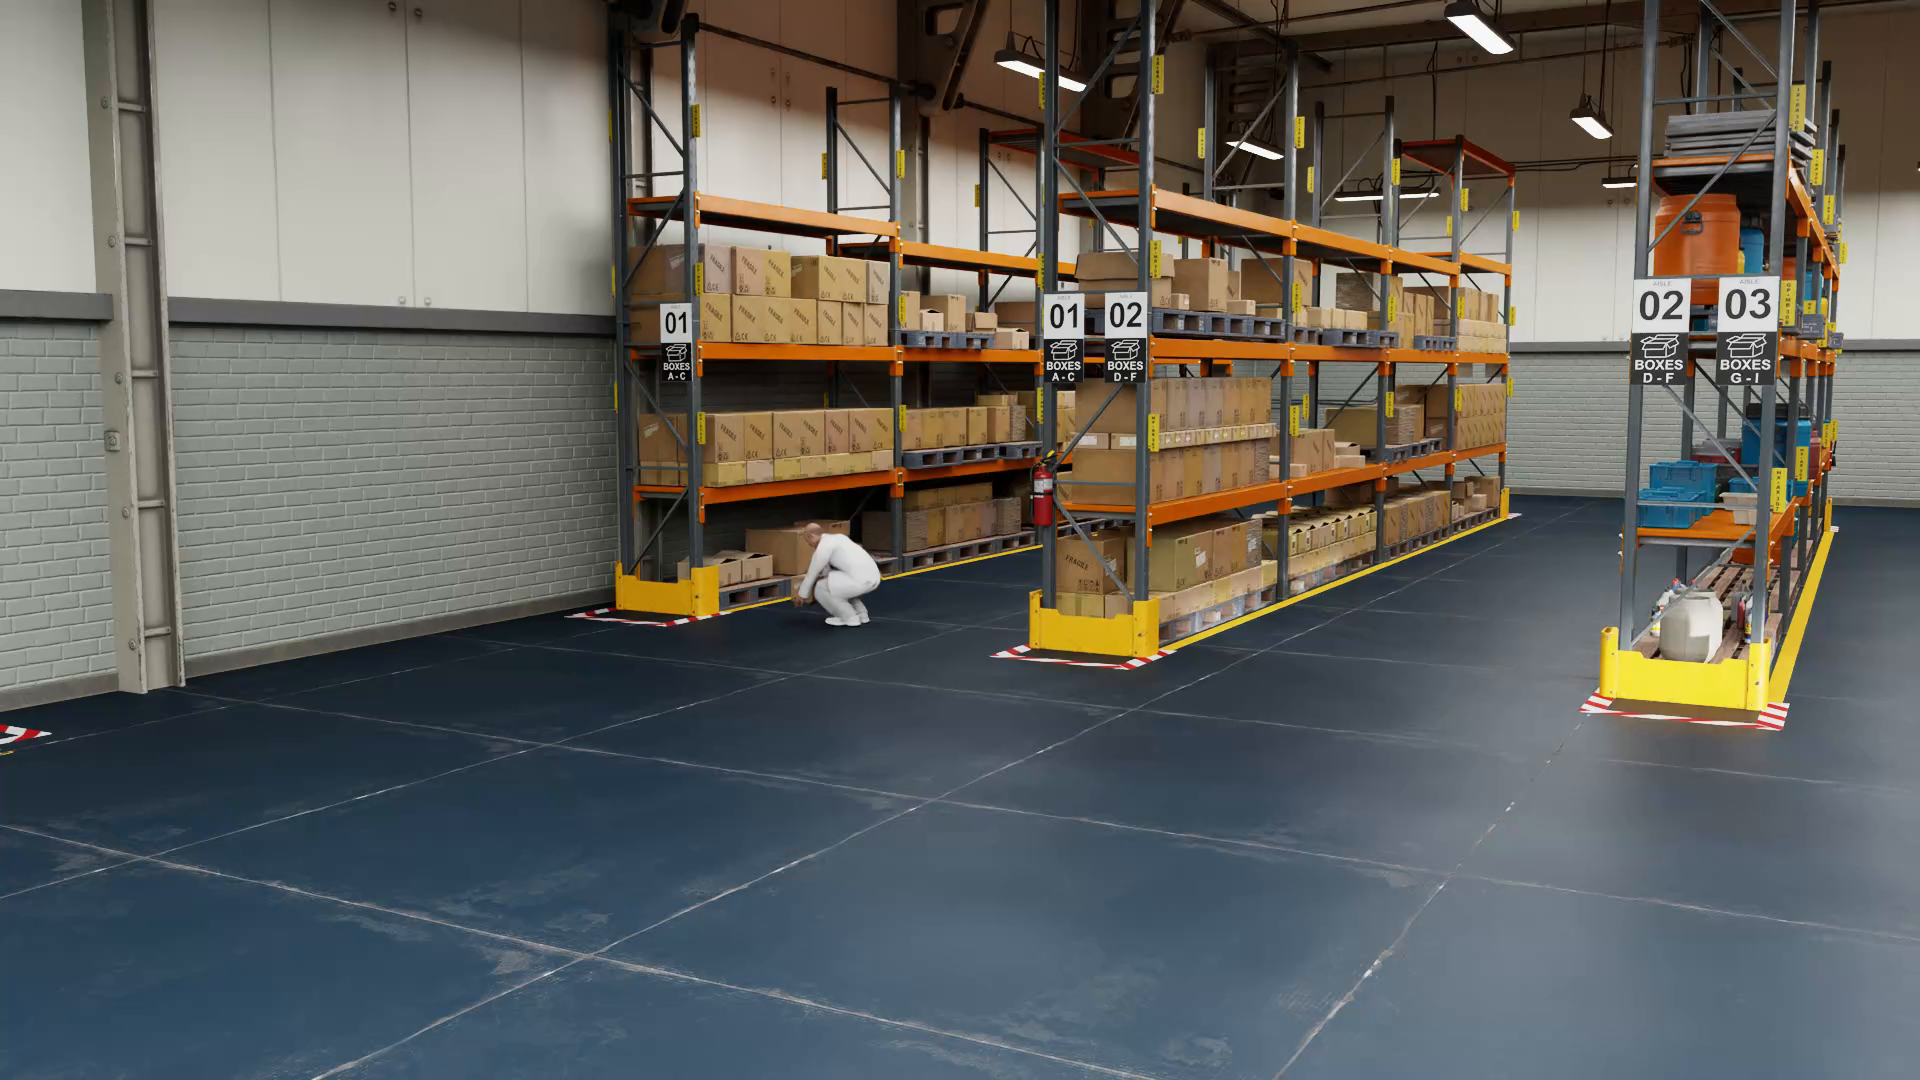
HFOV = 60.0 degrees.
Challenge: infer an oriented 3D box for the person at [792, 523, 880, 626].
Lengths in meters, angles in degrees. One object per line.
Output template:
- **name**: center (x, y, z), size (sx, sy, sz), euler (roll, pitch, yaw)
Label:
- **person**: center (-1.231, 0.337, 16.637), size (0.922, 1.000, 0.579), euler (3, 7, 27)
